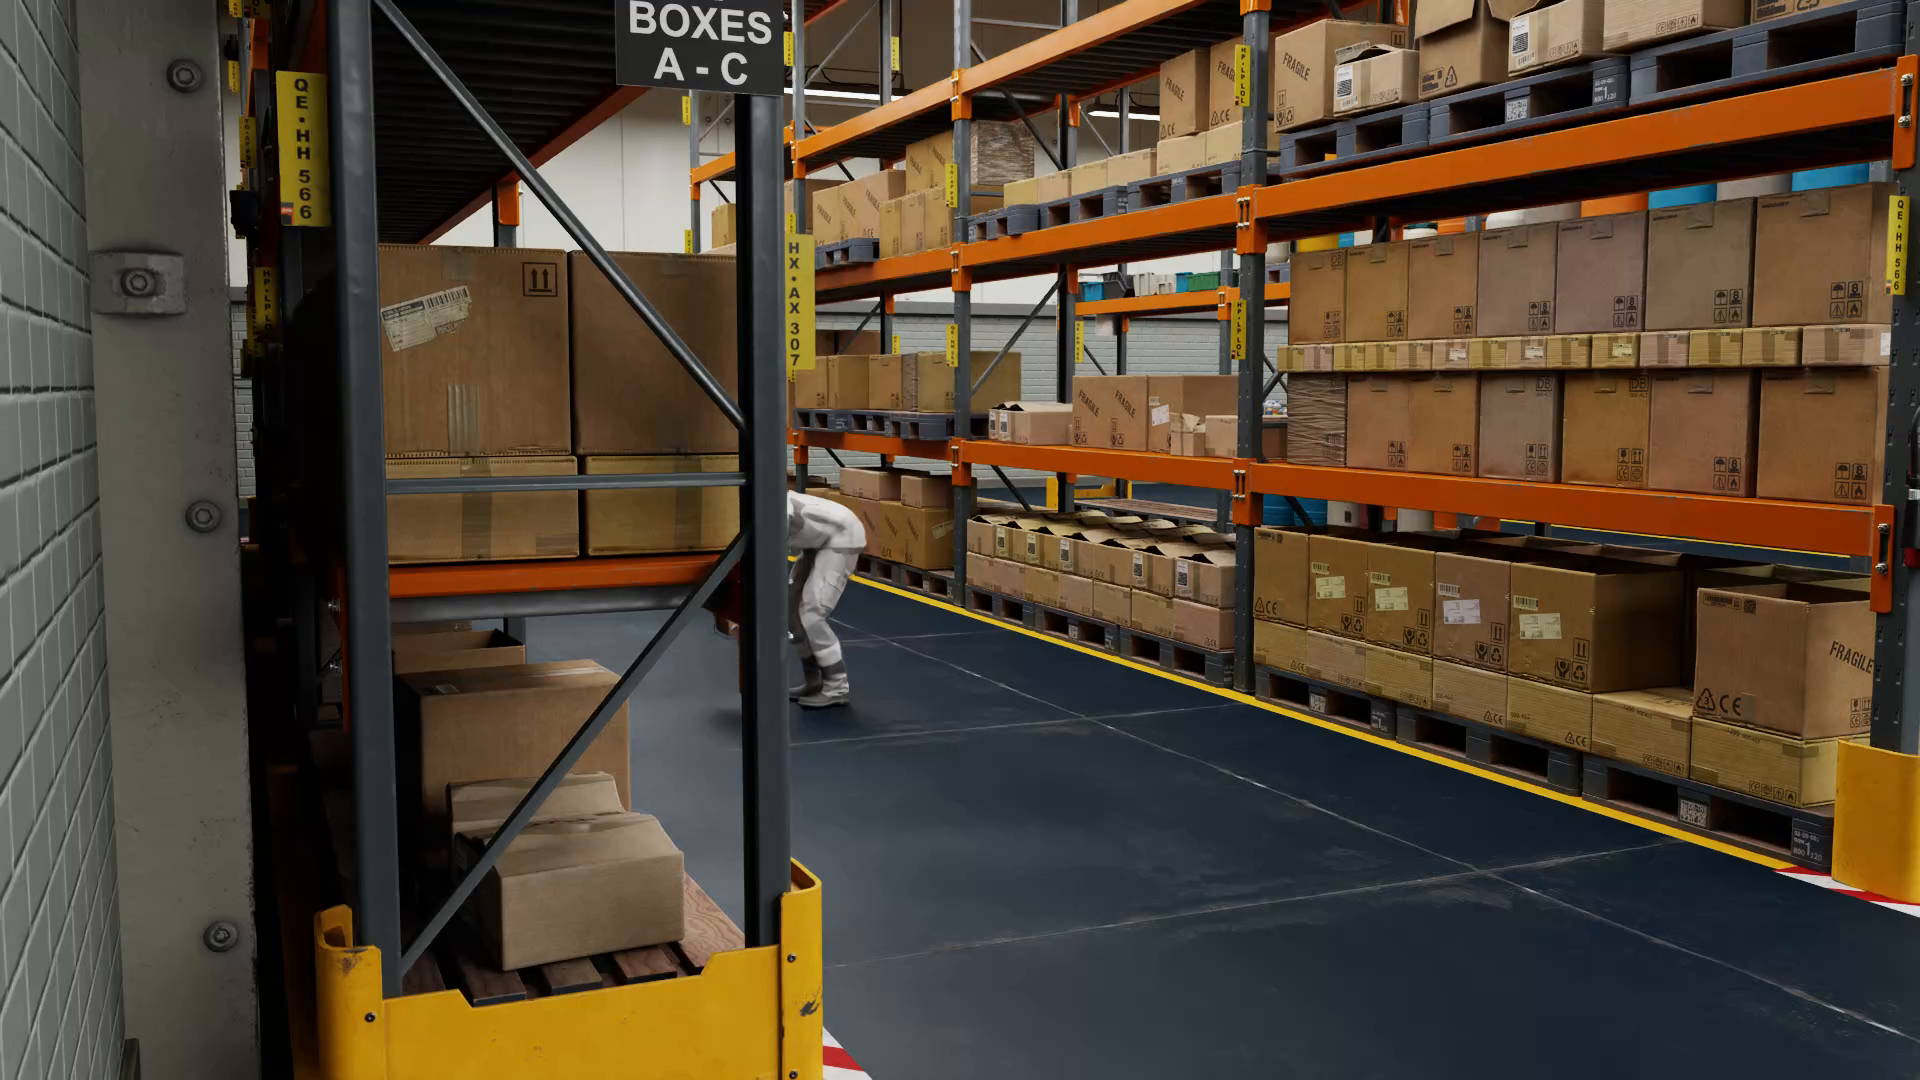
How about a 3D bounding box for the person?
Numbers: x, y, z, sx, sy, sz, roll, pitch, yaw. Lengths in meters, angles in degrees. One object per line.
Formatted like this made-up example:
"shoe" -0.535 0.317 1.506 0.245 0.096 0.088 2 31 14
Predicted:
"person" -0.963 0.272 8.988 0.927 1.258 0.507 -3 6 -26
